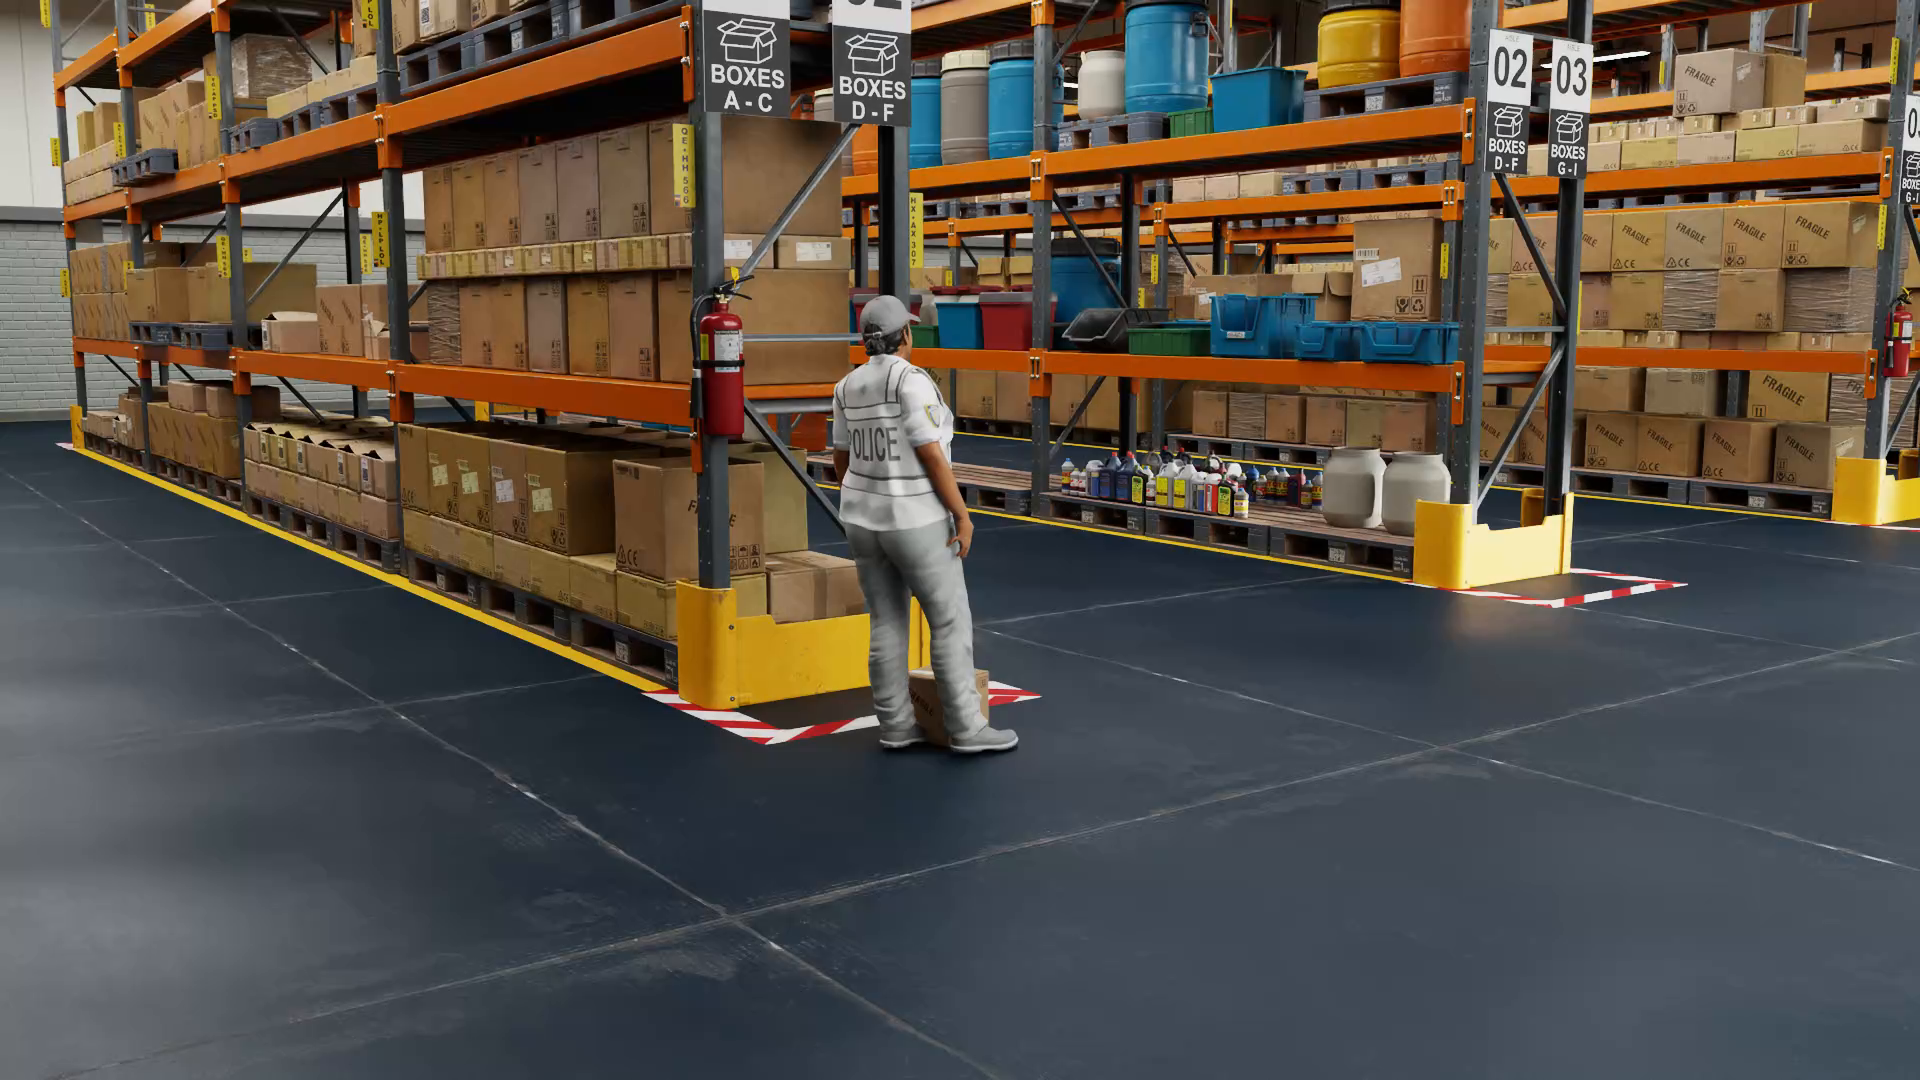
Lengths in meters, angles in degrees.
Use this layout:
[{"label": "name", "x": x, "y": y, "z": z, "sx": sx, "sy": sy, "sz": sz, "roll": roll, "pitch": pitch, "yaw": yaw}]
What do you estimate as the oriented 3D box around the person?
[{"label": "person", "x": -0.151, "y": -0.057, "z": 6.123, "sx": 0.598, "sy": 1.669, "sz": 0.529, "roll": 7, "pitch": 10, "yaw": 40}]
